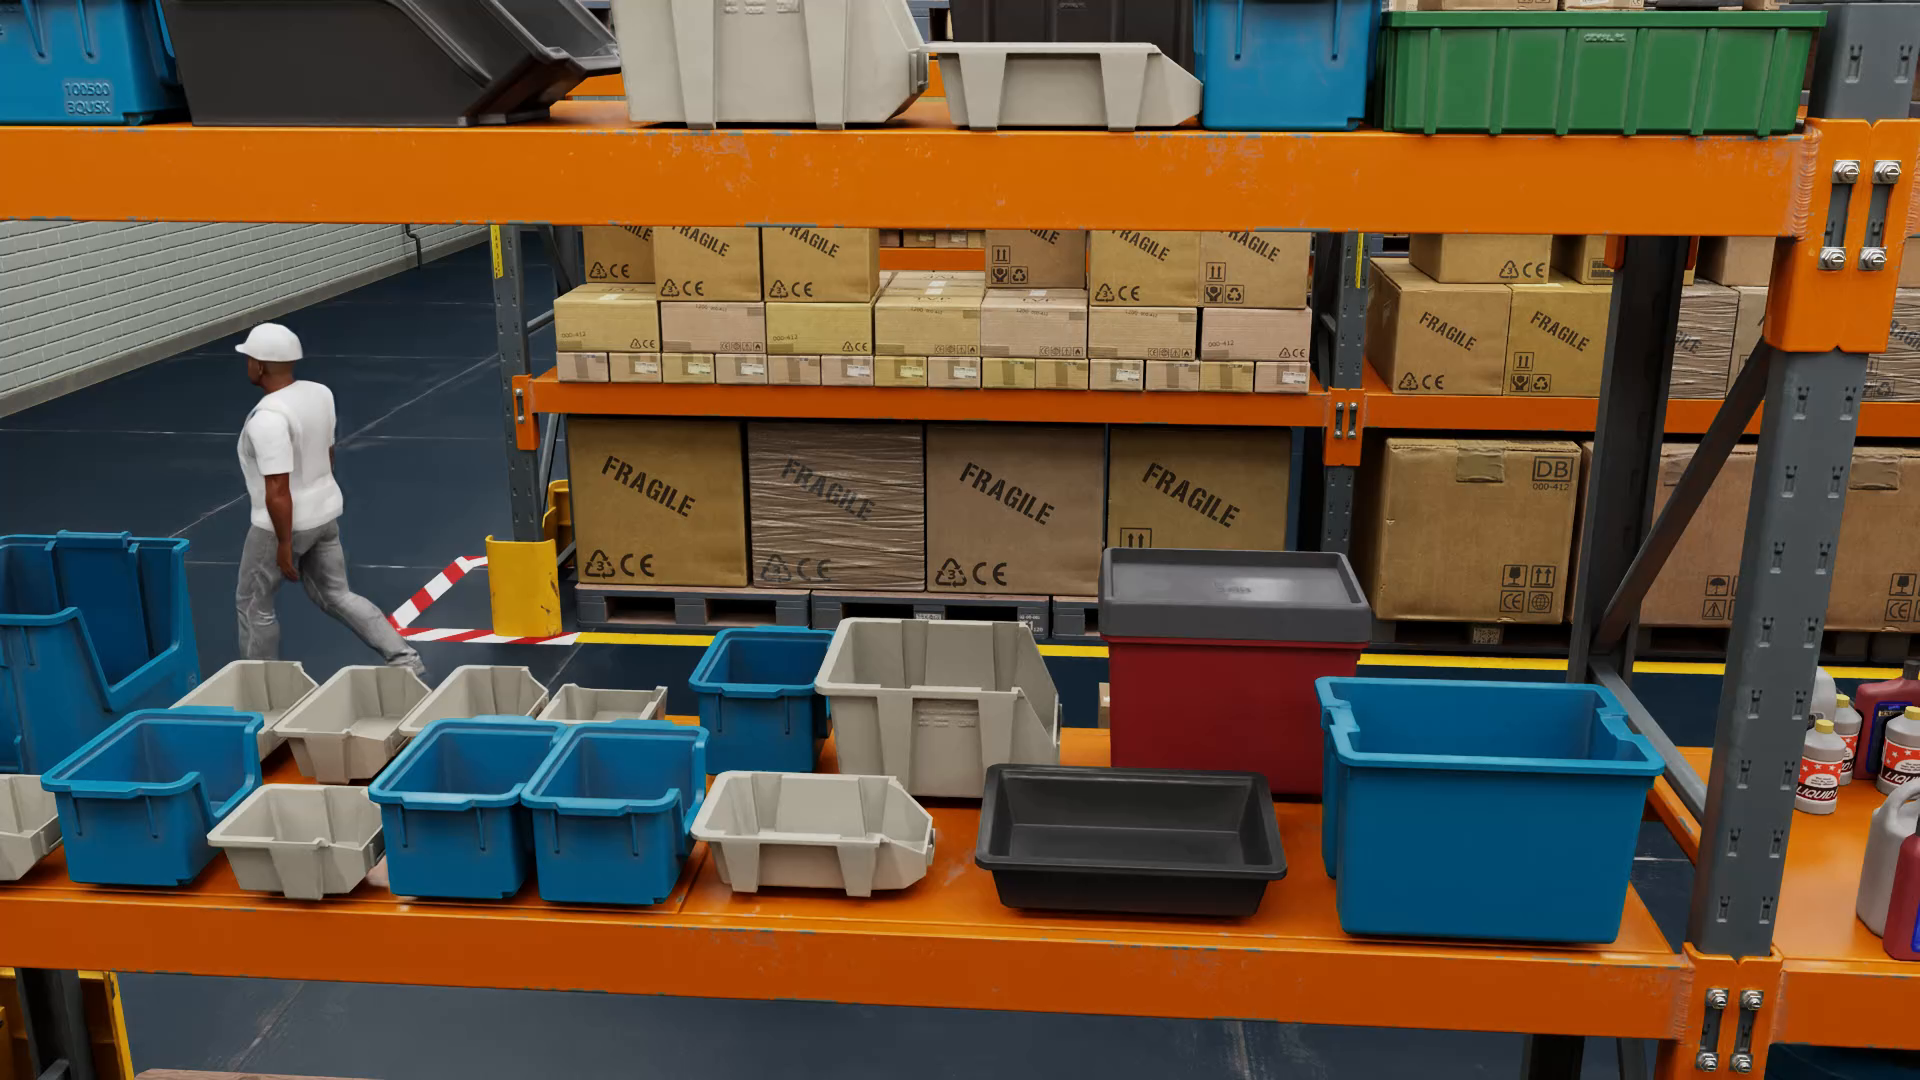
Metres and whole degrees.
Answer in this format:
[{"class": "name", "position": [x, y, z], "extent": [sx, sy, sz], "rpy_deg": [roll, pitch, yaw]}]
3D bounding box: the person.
[{"class": "person", "position": [-2.918, -0.099, 7.333], "extent": [0.988, 1.732, 0.582], "rpy_deg": [3, 18, 11]}]
